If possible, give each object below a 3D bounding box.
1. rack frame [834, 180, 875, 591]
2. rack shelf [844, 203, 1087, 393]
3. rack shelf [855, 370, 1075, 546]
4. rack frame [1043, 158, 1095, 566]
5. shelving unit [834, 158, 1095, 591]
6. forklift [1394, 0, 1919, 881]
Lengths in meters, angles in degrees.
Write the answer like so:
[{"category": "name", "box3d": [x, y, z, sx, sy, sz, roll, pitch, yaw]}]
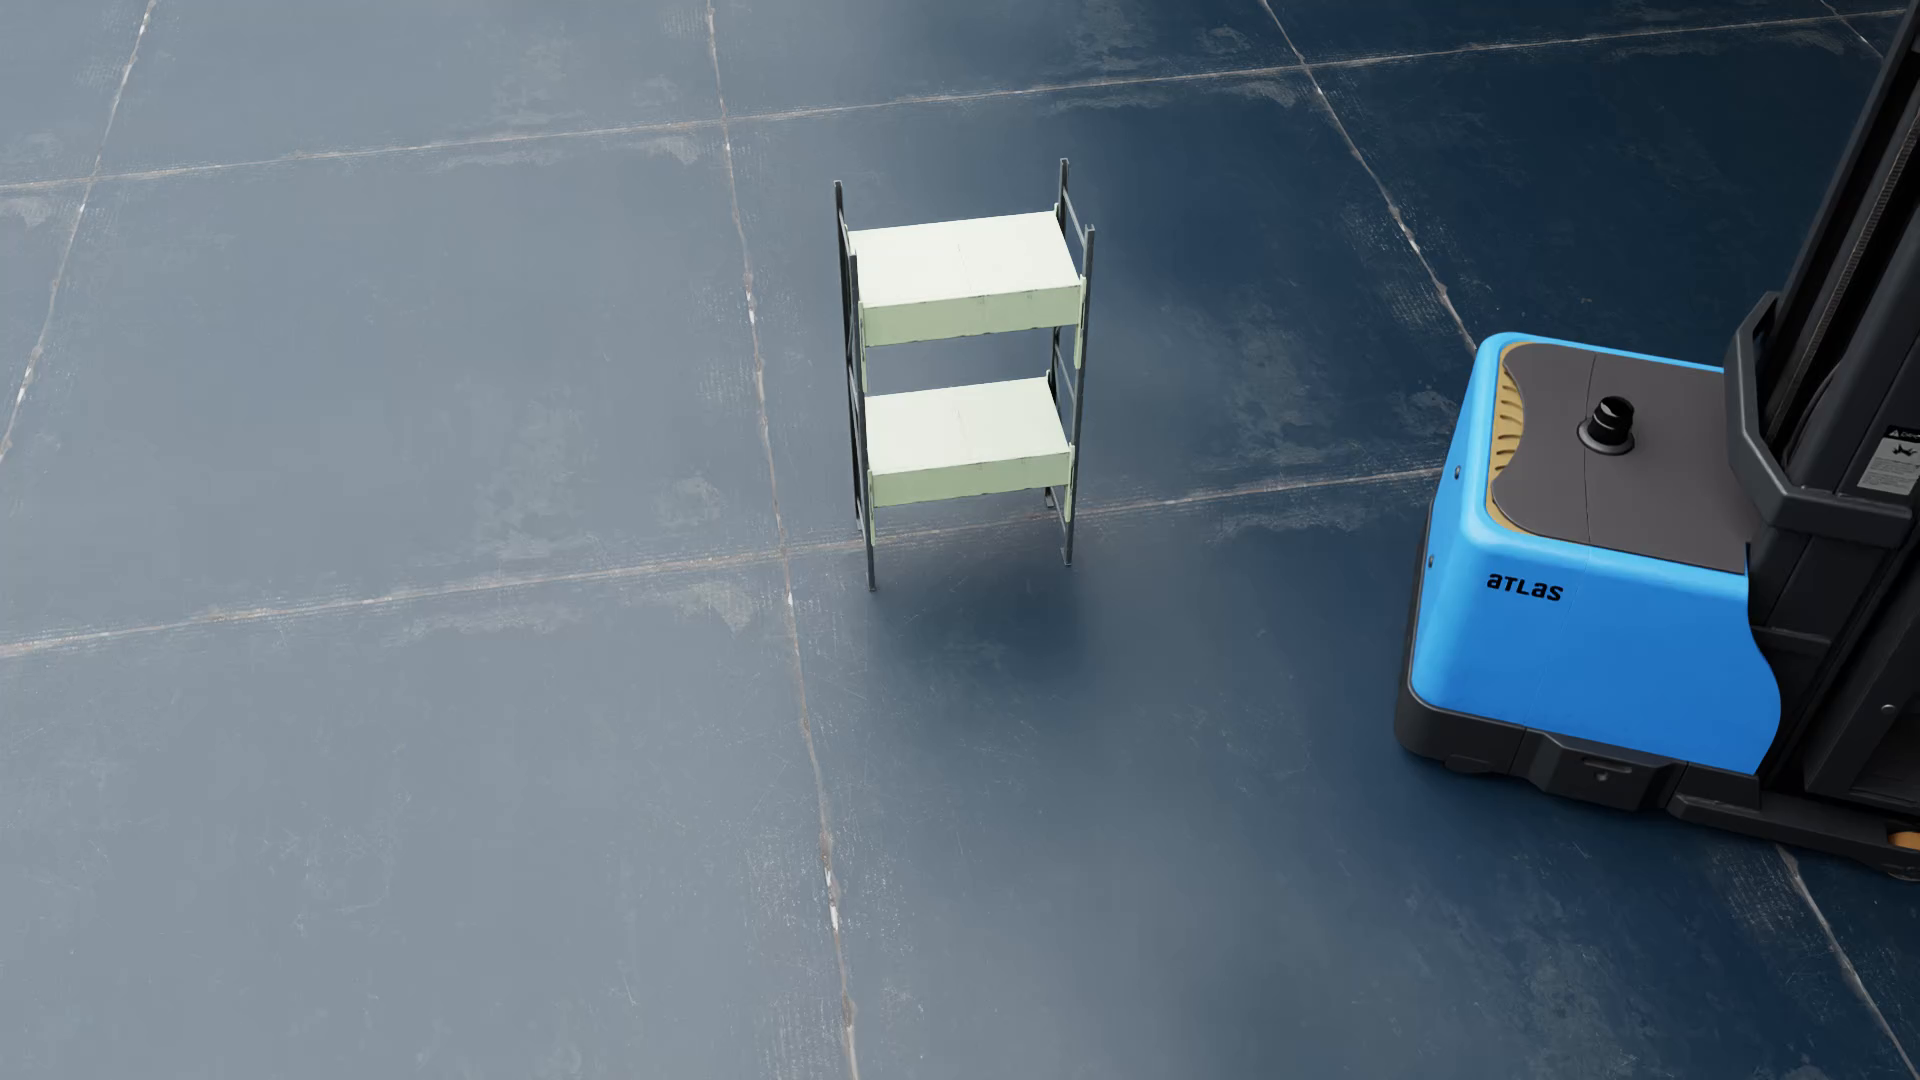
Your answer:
[{"category": "rack frame", "box3d": [-0.354, -0.476, 5.667, 0.023, 1.500, 0.400, -7, 46, -7]}, {"category": "rack shelf", "box3d": [0.007, -0.792, 5.430, 0.720, 0.370, 0.431, -7, 46, -7]}, {"category": "rack shelf", "box3d": [0.007, -0.295, 5.945, 0.720, 0.370, 0.431, -7, 46, -7]}, {"category": "rack frame", "box3d": [0.367, -0.566, 5.754, 0.023, 1.500, 0.400, -7, 46, -7]}, {"category": "shelving unit", "box3d": [0.007, -0.521, 5.711, 0.755, 1.500, 0.431, -7, 46, -7]}, {"category": "forklift", "box3d": [3.021, -0.340, 4.542, 3.031, 2.935, 1.130, 12, 47, 11]}]
